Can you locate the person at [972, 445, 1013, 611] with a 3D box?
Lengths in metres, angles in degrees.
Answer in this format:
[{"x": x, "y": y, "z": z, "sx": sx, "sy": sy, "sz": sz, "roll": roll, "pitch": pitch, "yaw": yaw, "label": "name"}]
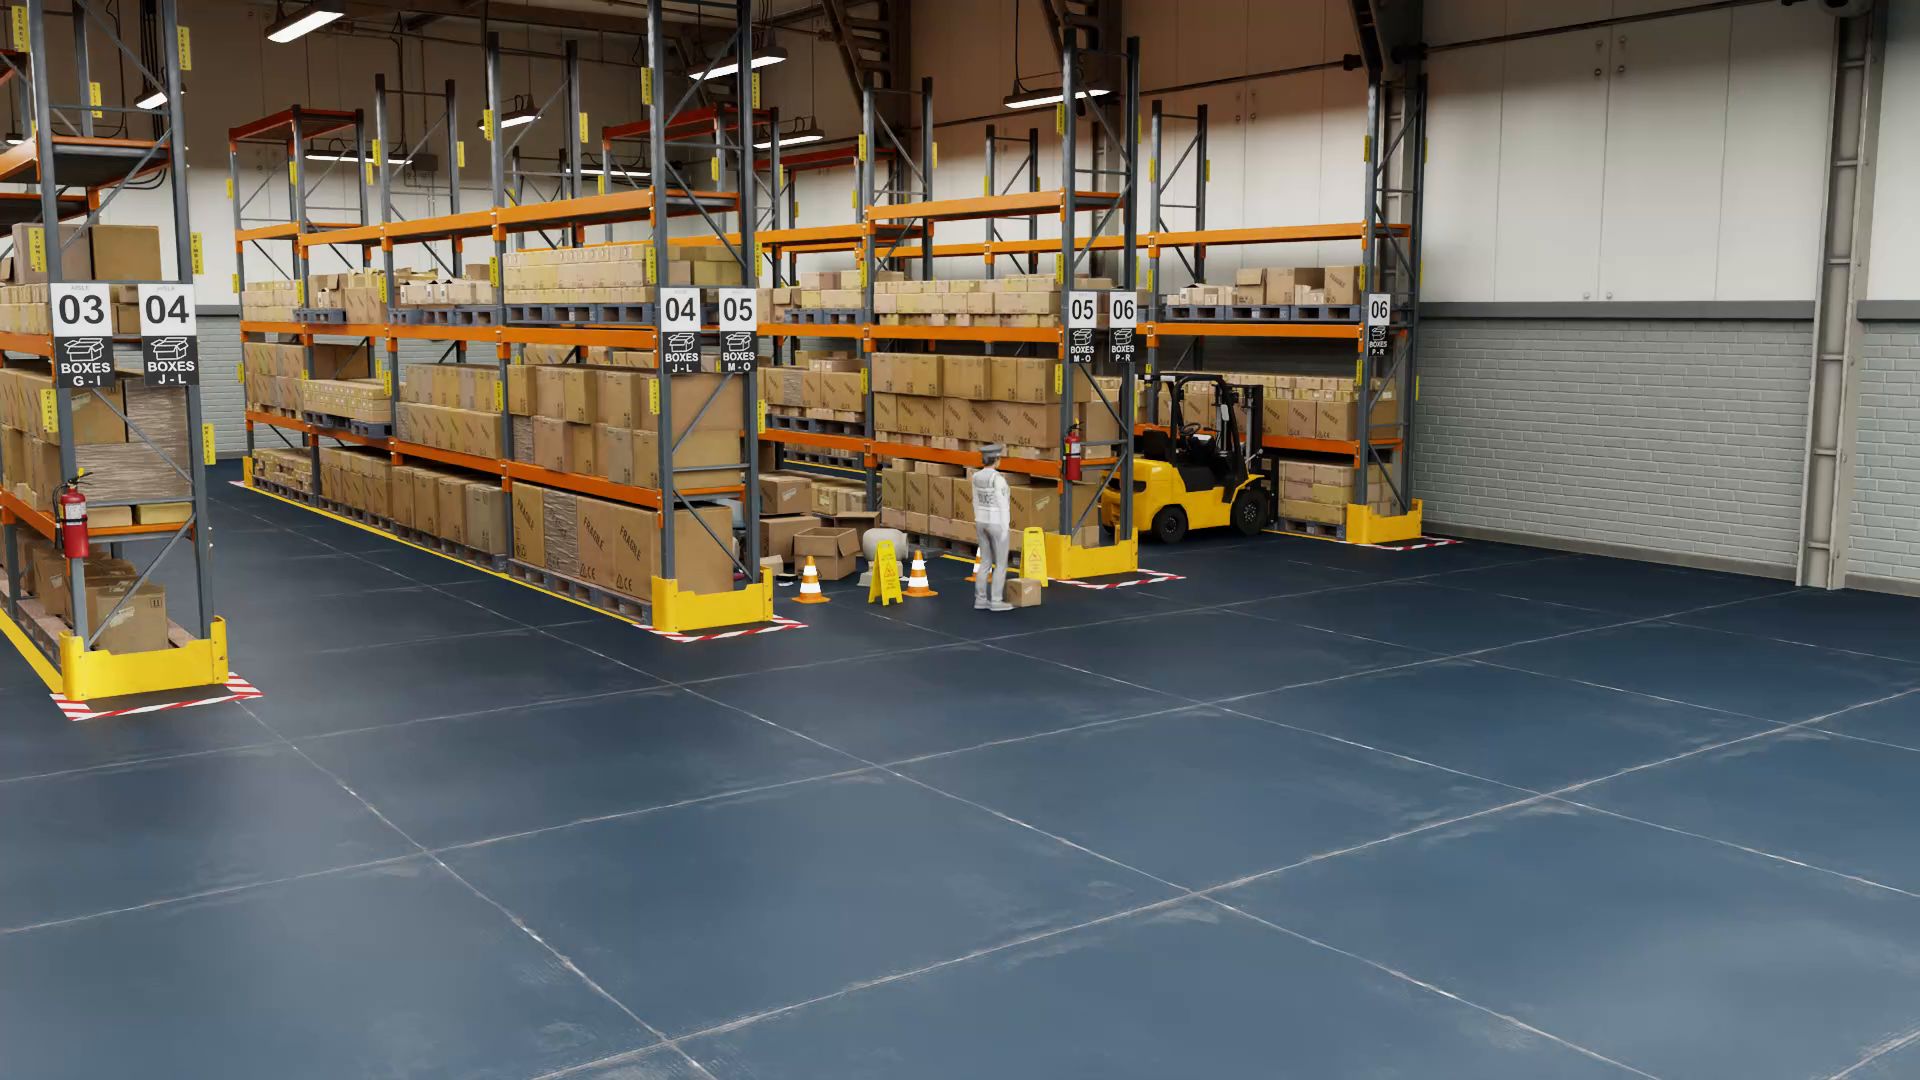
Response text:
[{"x": 0.323, "y": -0.123, "z": 16.712, "sx": 0.328, "sy": 1.662, "sz": 0.469, "roll": -7, "pitch": 10, "yaw": -41, "label": "person"}]
